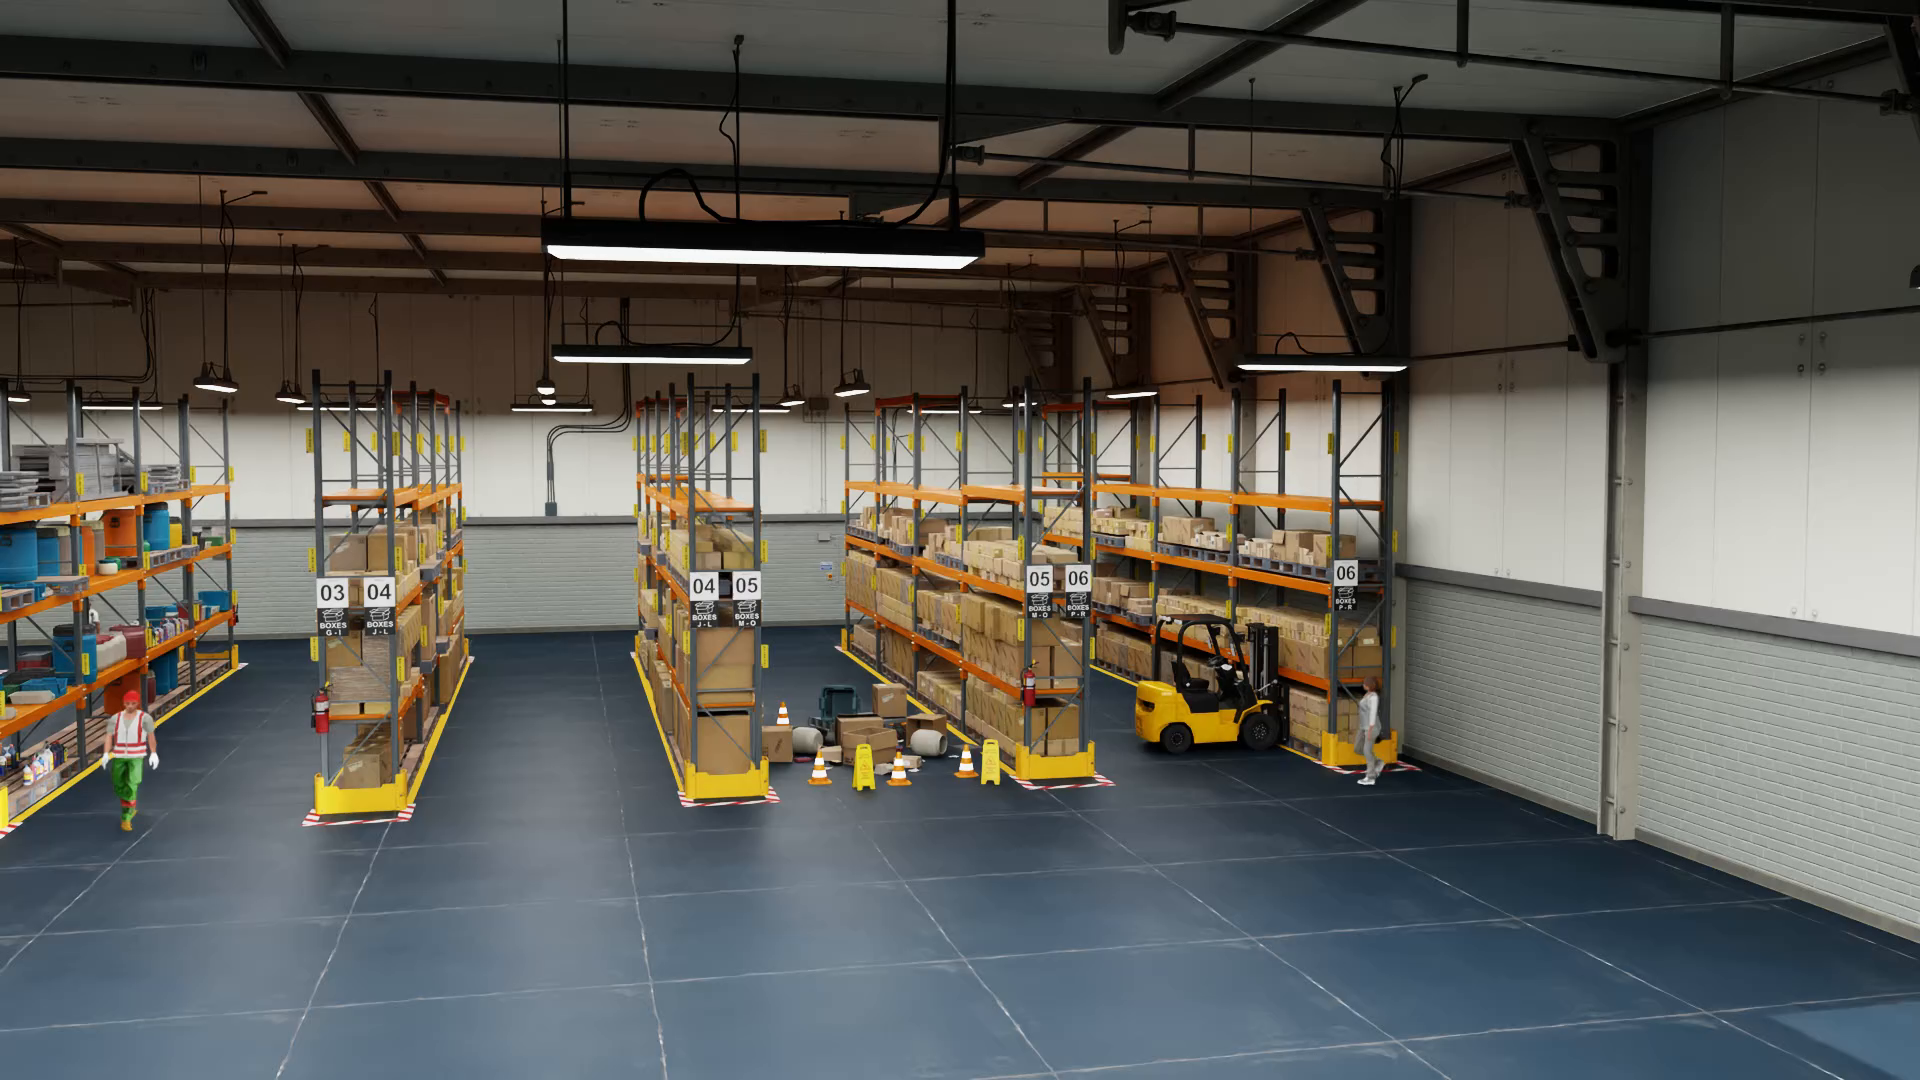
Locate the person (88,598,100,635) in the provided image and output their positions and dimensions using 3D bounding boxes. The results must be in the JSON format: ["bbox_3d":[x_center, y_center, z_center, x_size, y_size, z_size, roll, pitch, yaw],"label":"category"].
[{"bbox_3d":[-19.088,2.068,36.411,0.540,1.625,1.021,-1,3,-17],"label":"person"}]

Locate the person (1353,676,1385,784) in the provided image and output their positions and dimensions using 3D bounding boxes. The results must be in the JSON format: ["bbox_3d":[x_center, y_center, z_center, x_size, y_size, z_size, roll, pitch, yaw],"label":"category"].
[{"bbox_3d":[6.049,2.779,24.371,0.477,1.587,0.420,-1,3,-13],"label":"person"}]

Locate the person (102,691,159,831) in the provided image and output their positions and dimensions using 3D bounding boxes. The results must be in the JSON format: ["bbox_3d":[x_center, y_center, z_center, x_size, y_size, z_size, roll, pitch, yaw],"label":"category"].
[{"bbox_3d":[-10.901,2.874,21.838,0.639,1.795,0.721,-1,3,-13],"label":"person"}]
